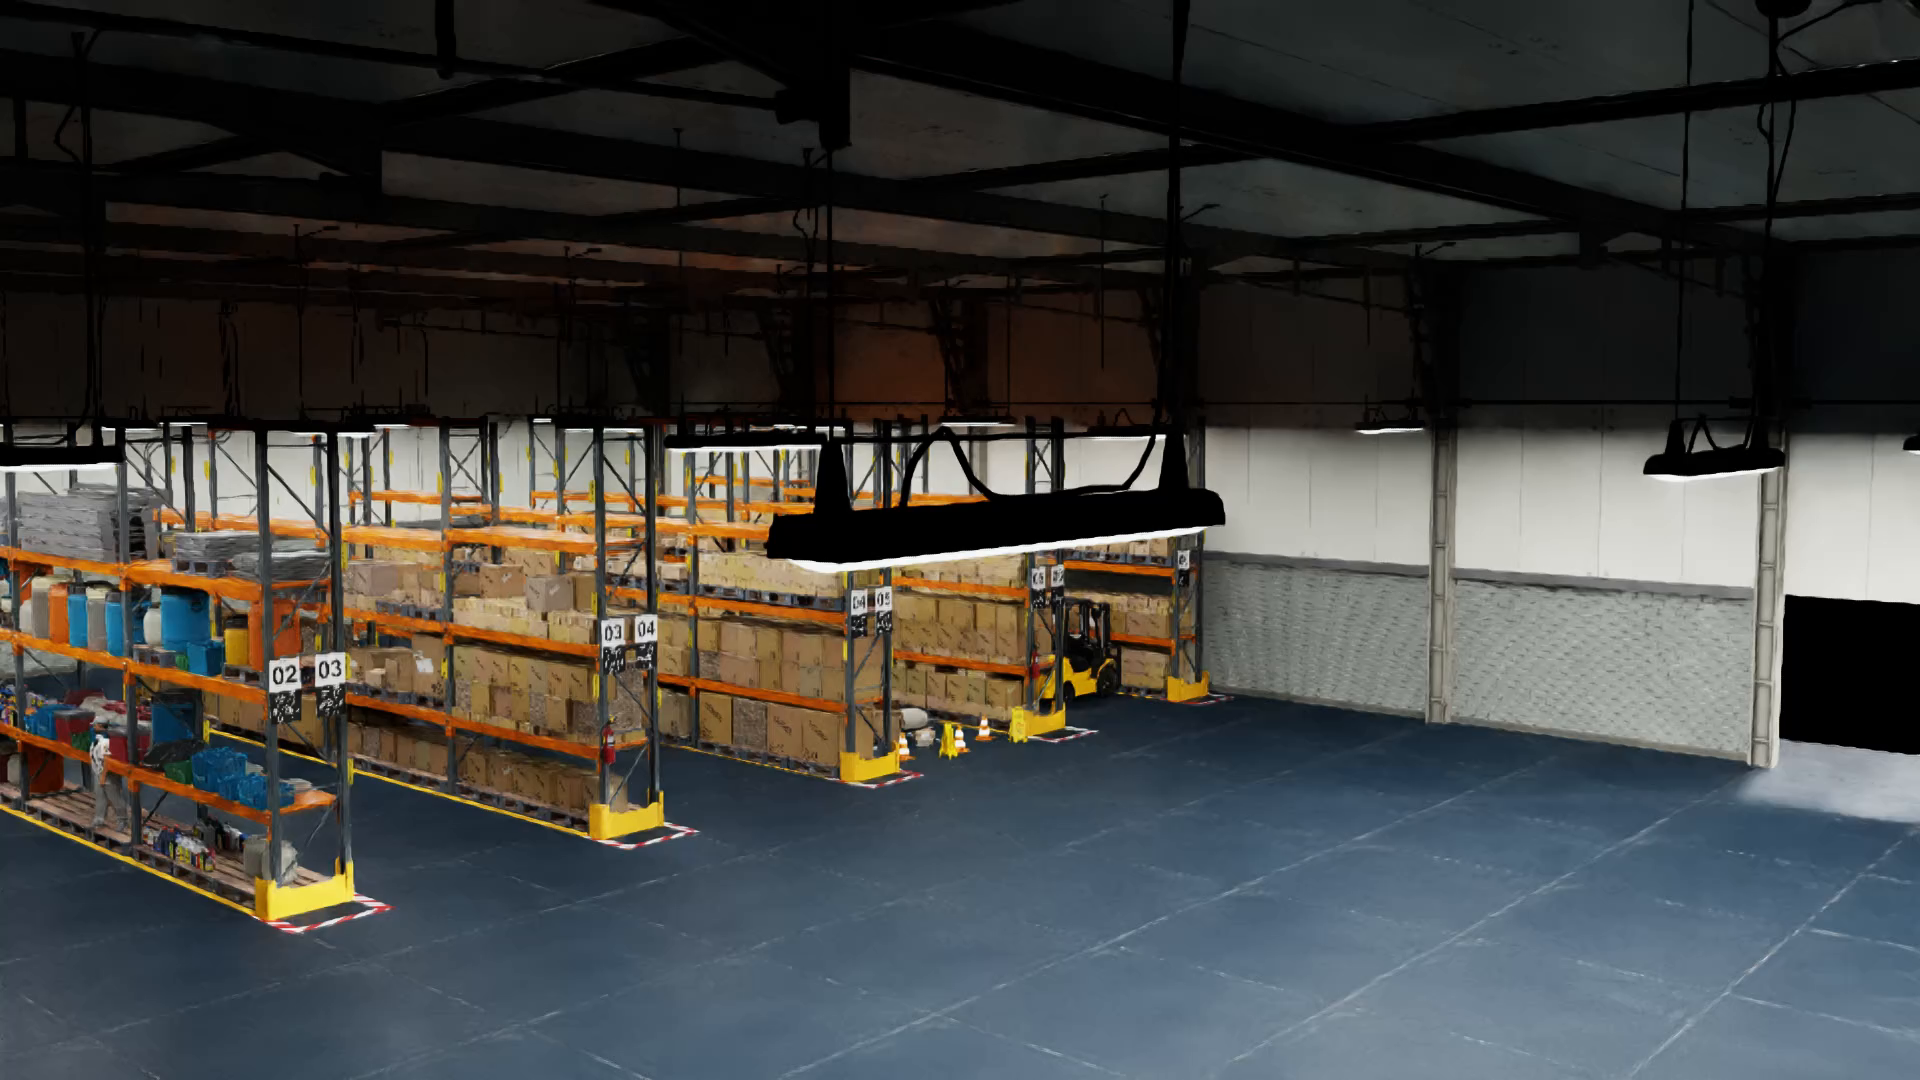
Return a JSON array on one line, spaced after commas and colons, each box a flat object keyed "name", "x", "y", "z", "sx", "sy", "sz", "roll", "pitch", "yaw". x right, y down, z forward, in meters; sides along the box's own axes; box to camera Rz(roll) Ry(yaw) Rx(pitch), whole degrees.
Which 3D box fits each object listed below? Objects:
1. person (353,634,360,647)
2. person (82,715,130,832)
[{"name": "person", "x": -12.163, "y": 2.719, "z": 33.158, "sx": 0.549, "sy": 1.735, "sz": 0.702, "roll": 4, "pitch": 6, "yaw": 39}, {"name": "person", "x": -12.219, "y": 3.317, "z": 23.718, "sx": 0.557, "sy": 1.651, "sz": 0.637, "roll": -4, "pitch": 6, "yaw": -39}]
